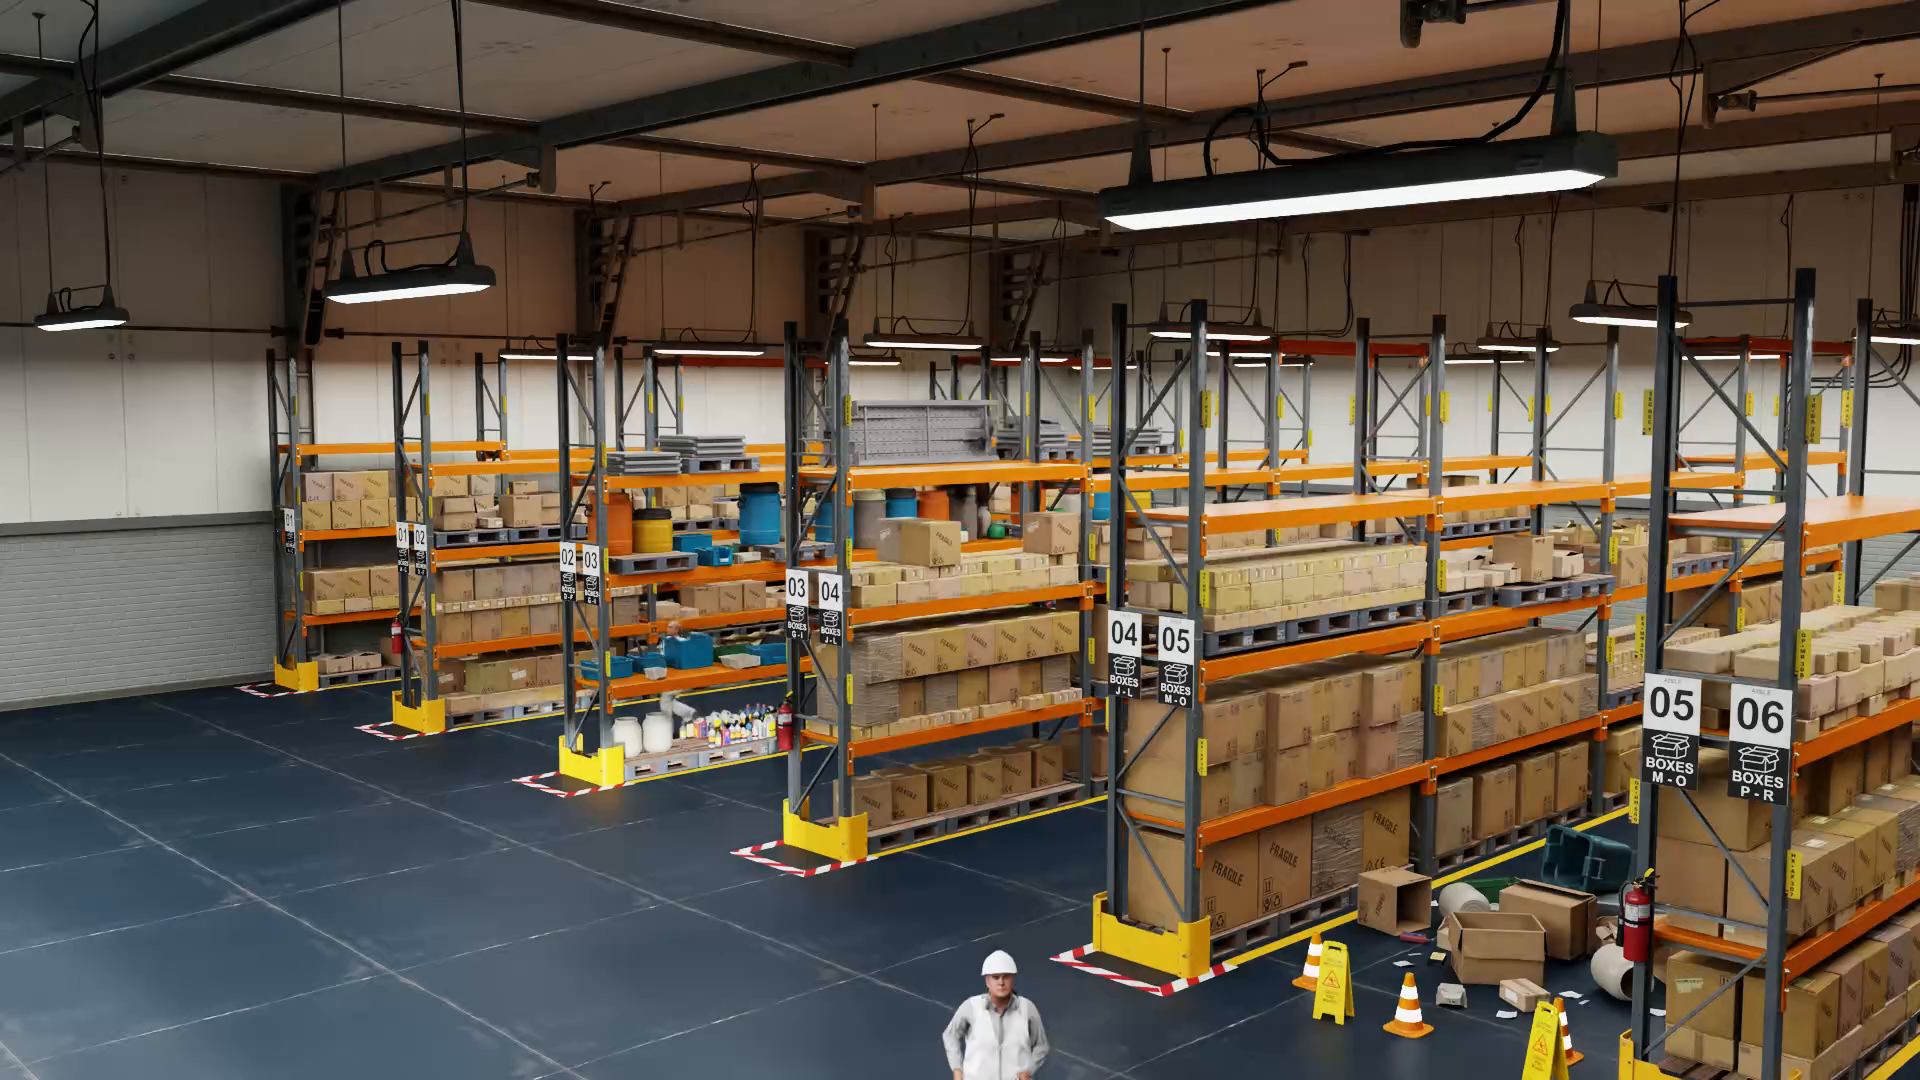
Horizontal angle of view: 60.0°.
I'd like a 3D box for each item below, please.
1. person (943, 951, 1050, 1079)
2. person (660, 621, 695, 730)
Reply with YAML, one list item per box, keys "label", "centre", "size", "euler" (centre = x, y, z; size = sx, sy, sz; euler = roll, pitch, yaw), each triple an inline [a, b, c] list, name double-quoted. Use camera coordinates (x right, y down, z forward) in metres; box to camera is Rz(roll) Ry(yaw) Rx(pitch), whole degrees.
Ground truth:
- label: "person"
  centre: [0.236, 3.416, 10.304]
  size: [0.657, 1.728, 0.574]
  euler: [0, 5, -5]
- label: "person"
  centre: [-4.355, 2.195, 25.351]
  size: [0.714, 1.557, 0.843]
  euler: [5, 7, 44]
